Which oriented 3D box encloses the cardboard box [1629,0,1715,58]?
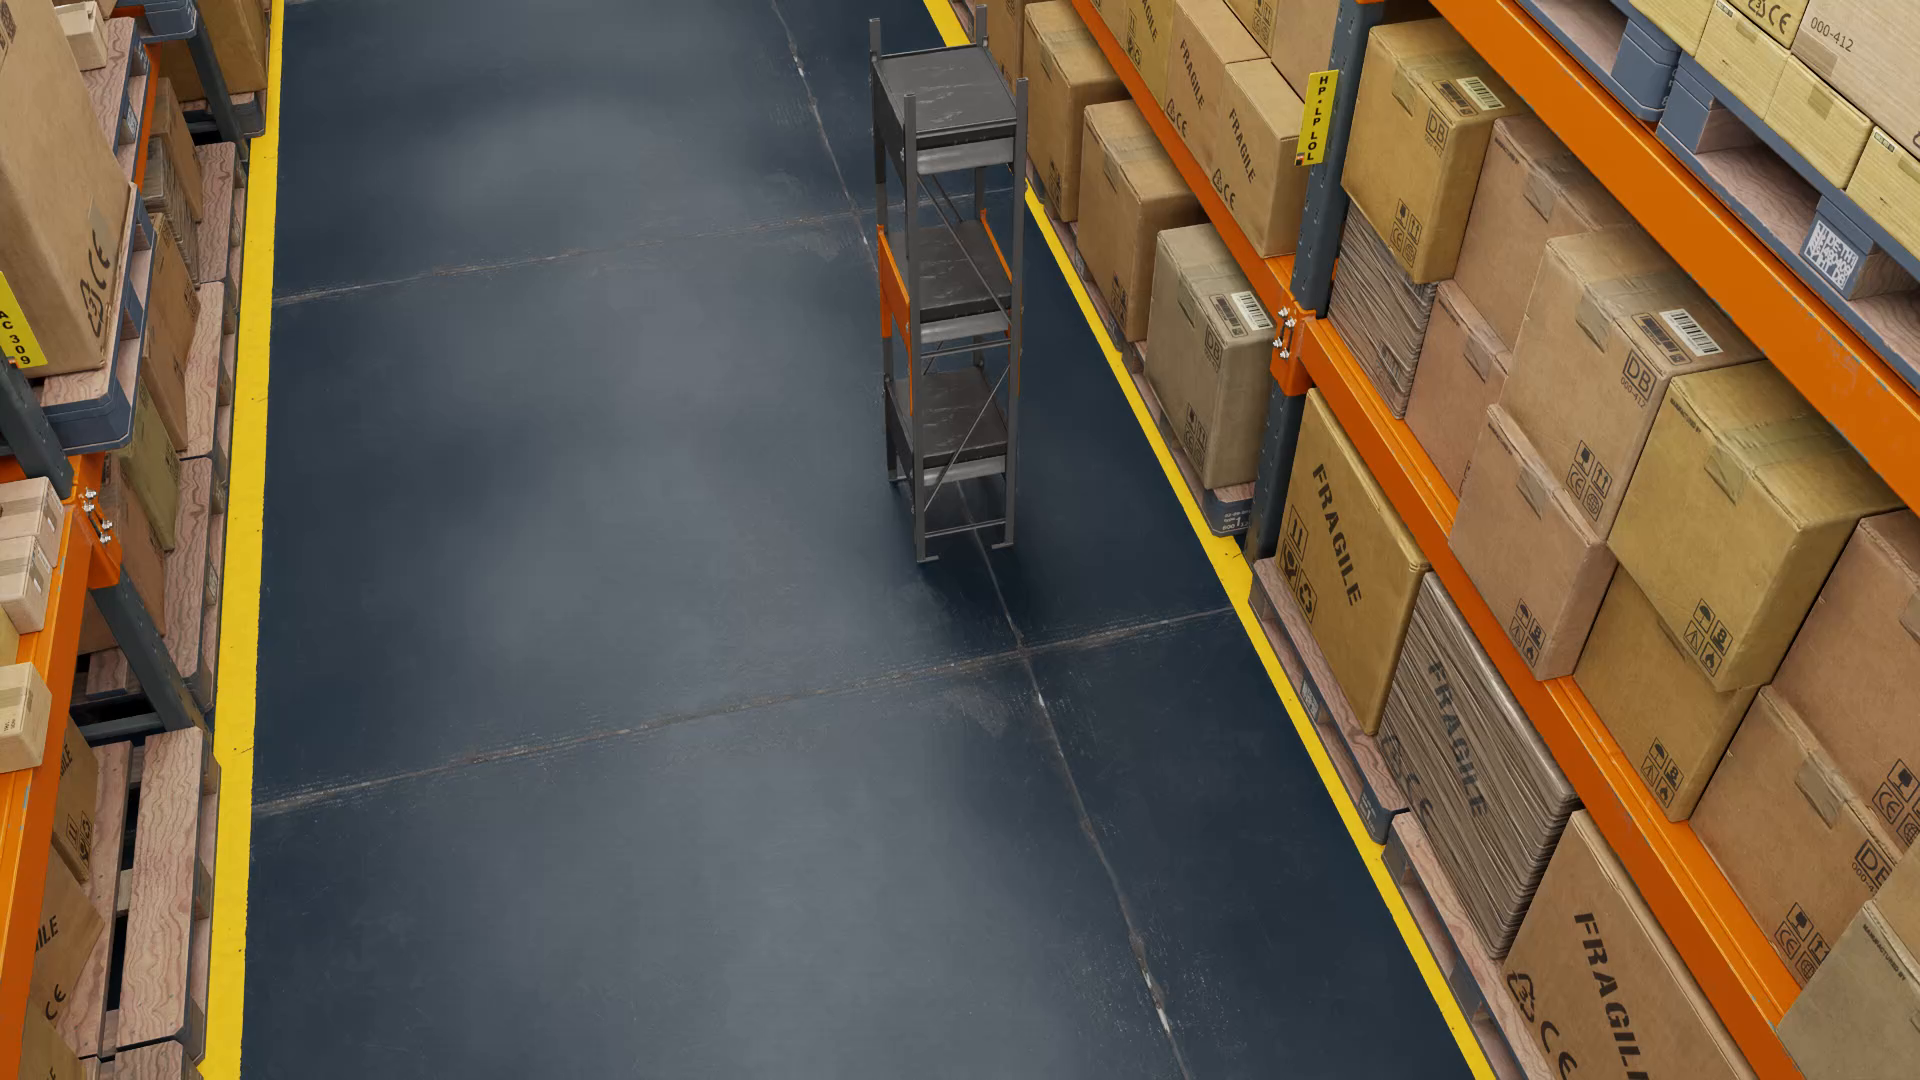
[{"bbox_3d":[1.662,-1.168,3.506,0.380,0.149,0.250,-11,47,-11],"label":"cardboard box"}]

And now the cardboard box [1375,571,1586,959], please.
[{"bbox_3d":[1.963,0.625,5.230,0.875,0.875,0.875,-10,46,-10],"label":"cardboard box"}]

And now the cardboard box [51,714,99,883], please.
[{"bbox_3d":[-3.122,0.809,5.313,0.500,0.500,0.500,-12,47,-12],"label":"cardboard box"}]

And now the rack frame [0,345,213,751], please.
[{"bbox_3d":[-3.186,-0.203,4.848,1.000,3.000,0.127,-11,47,-10],"label":"rack frame"}]

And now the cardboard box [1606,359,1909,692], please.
[{"bbox_3d":[2.098,-0.088,3.875,0.875,0.550,0.500,-11,47,-10],"label":"cardboard box"}]

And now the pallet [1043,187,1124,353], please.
[{"bbox_3d":[1.049,-1.427,8.000,1.003,0.211,1.213,-11,47,-10],"label":"pallet"}]

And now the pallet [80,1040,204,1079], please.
[{"bbox_3d":[-2.664,2.074,4.569,1.003,0.211,1.213,-11,47,-10],"label":"pallet"}]

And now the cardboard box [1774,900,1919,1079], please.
[{"bbox_3d":[2.358,1.046,3.520,0.875,0.550,0.550,-11,47,-10],"label":"cardboard box"}]

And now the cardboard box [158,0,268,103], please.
[{"bbox_3d":[-4.366,-2.848,8.634,1.225,0.875,0.875,-13,47,-12],"label":"cardboard box"}]

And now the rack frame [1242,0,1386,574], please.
[{"bbox_3d":[1.635,-1.040,5.669,1.000,3.000,0.127,-11,47,-10],"label":"rack frame"}]

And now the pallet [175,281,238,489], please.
[{"bbox_3d":[-3.702,-0.608,7.198,1.003,0.211,1.213,-11,47,-10],"label":"pallet"}]

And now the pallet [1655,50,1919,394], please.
[{"bbox_3d":[2.143,-0.651,3.250,1.003,0.211,1.213,-11,47,-10],"label":"pallet"}]

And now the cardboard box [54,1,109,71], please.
[{"bbox_3d":[-3.522,-1.962,6.373,0.396,0.266,0.258,-12,47,-11],"label":"cardboard box"}]

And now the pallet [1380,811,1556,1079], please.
[{"bbox_3d":[2.070,1.319,5.309,1.003,0.211,1.213,-11,47,-10],"label":"pallet"}]

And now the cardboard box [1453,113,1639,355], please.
[{"bbox_3d":[1.949,-0.851,4.623,0.875,0.550,0.550,-11,47,-10],"label":"cardboard box"}]

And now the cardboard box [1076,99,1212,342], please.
[{"bbox_3d":[1.146,-1.478,7.380,1.050,0.750,0.750,-11,47,-10],"label":"cardboard box"}]

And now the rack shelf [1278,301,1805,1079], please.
[{"bbox_3d":[2.147,0.593,4.573,1.077,0.370,4.000,-11,47,-10],"label":"rack shelf"}]

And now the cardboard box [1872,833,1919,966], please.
[{"bbox_3d":[2.371,0.665,3.137,0.875,0.550,0.550,-11,47,-10],"label":"cardboard box"}]

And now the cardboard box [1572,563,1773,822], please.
[{"bbox_3d":[2.161,0.278,4.273,0.875,0.550,0.500,-11,47,-10],"label":"cardboard box"}]

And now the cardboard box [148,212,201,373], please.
[{"bbox_3d":[-3.713,-1.014,7.085,0.700,0.500,0.500,-7,46,-7],"label":"cardboard box"}]

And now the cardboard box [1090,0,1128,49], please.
[{"bbox_3d":[0.852,-2.434,6.965,0.500,0.500,0.500,-11,47,-11],"label":"cardboard box"}]

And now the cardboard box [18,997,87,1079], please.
[{"bbox_3d":[-2.733,1.617,4.521,0.500,0.500,0.500,-15,47,-14],"label":"cardboard box"}]

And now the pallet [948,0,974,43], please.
[{"bbox_3d":[0.412,-3.365,9.900,1.003,0.211,1.213,-11,47,-10],"label":"pallet"}]

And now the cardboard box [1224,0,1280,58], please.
[{"bbox_3d":[1.368,-2.121,5.959,0.700,0.500,0.500,-11,47,-11],"label":"cardboard box"}]

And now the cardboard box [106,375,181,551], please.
[{"bbox_3d":[-3.426,-0.242,6.330,0.700,0.500,0.500,-11,47,-11],"label":"cardboard box"}]

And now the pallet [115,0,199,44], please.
[{"bbox_3d":[-3.924,-2.425,7.160,1.213,0.211,1.003,-11,47,-10],"label":"pallet"}]

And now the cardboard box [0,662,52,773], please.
[{"bbox_3d":[-2.614,0.490,4.345,0.380,0.149,0.250,-11,47,-10],"label":"cardboard box"}]

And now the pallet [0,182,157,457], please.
[{"bbox_3d":[-3.241,-0.690,5.460,1.003,0.211,1.213,-11,47,-10],"label":"pallet"}]

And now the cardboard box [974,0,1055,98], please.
[{"bbox_3d":[0.680,-2.724,8.601,1.050,0.750,0.750,-11,47,-11],"label":"cardboard box"}]

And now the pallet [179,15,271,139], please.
[{"bbox_3d":[-4.339,-2.546,9.098,1.003,0.211,1.213,-11,47,-10],"label":"pallet"}]

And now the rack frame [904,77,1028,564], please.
[{"bbox_3d":[0.020,-0.681,5.947,0.400,2.100,0.015,-11,47,-10],"label":"rack frame"}]

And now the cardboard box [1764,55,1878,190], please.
[{"bbox_3d":[1.789,-0.820,3.165,0.380,0.149,0.250,-10,46,-10],"label":"cardboard box"}]

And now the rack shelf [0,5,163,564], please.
[{"bbox_3d":[-3.698,-1.332,6.459,1.077,0.370,4.000,-11,47,-10],"label":"rack shelf"}]

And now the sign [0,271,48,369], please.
[{"bbox_3d":[-2.663,-0.610,4.642,0.100,0.325,0.005,-11,47,-10],"label":"sign"}]

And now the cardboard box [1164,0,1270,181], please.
[{"bbox_3d":[1.114,-1.735,6.280,0.500,0.500,0.500,-11,47,-11],"label":"cardboard box"}]

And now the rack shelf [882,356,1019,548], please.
[{"bbox_3d":[-0.042,-0.350,6.622,0.431,0.518,0.480,-11,47,-10],"label":"rack shelf"}]

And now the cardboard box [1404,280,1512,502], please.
[{"bbox_3d":[1.904,-0.464,5.000,0.875,0.550,0.550,-11,47,-10],"label":"cardboard box"}]

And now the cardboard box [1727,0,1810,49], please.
[{"bbox_3d":[1.750,-1.238,3.296,0.500,0.250,0.500,-11,47,-11],"label":"cardboard box"}]

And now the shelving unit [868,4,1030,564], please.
[{"bbox_3d":[-0.042,-0.849,6.112,0.431,2.100,0.503,-11,47,-10],"label":"shelving unit"}]

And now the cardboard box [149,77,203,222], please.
[{"bbox_3d":[-4.019,-1.785,7.841,0.700,0.500,0.500,-13,47,-12],"label":"cardboard box"}]

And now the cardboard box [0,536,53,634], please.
[{"bbox_3d":[-2.792,0.154,4.675,0.380,0.149,0.250,-11,47,-10],"label":"cardboard box"}]
